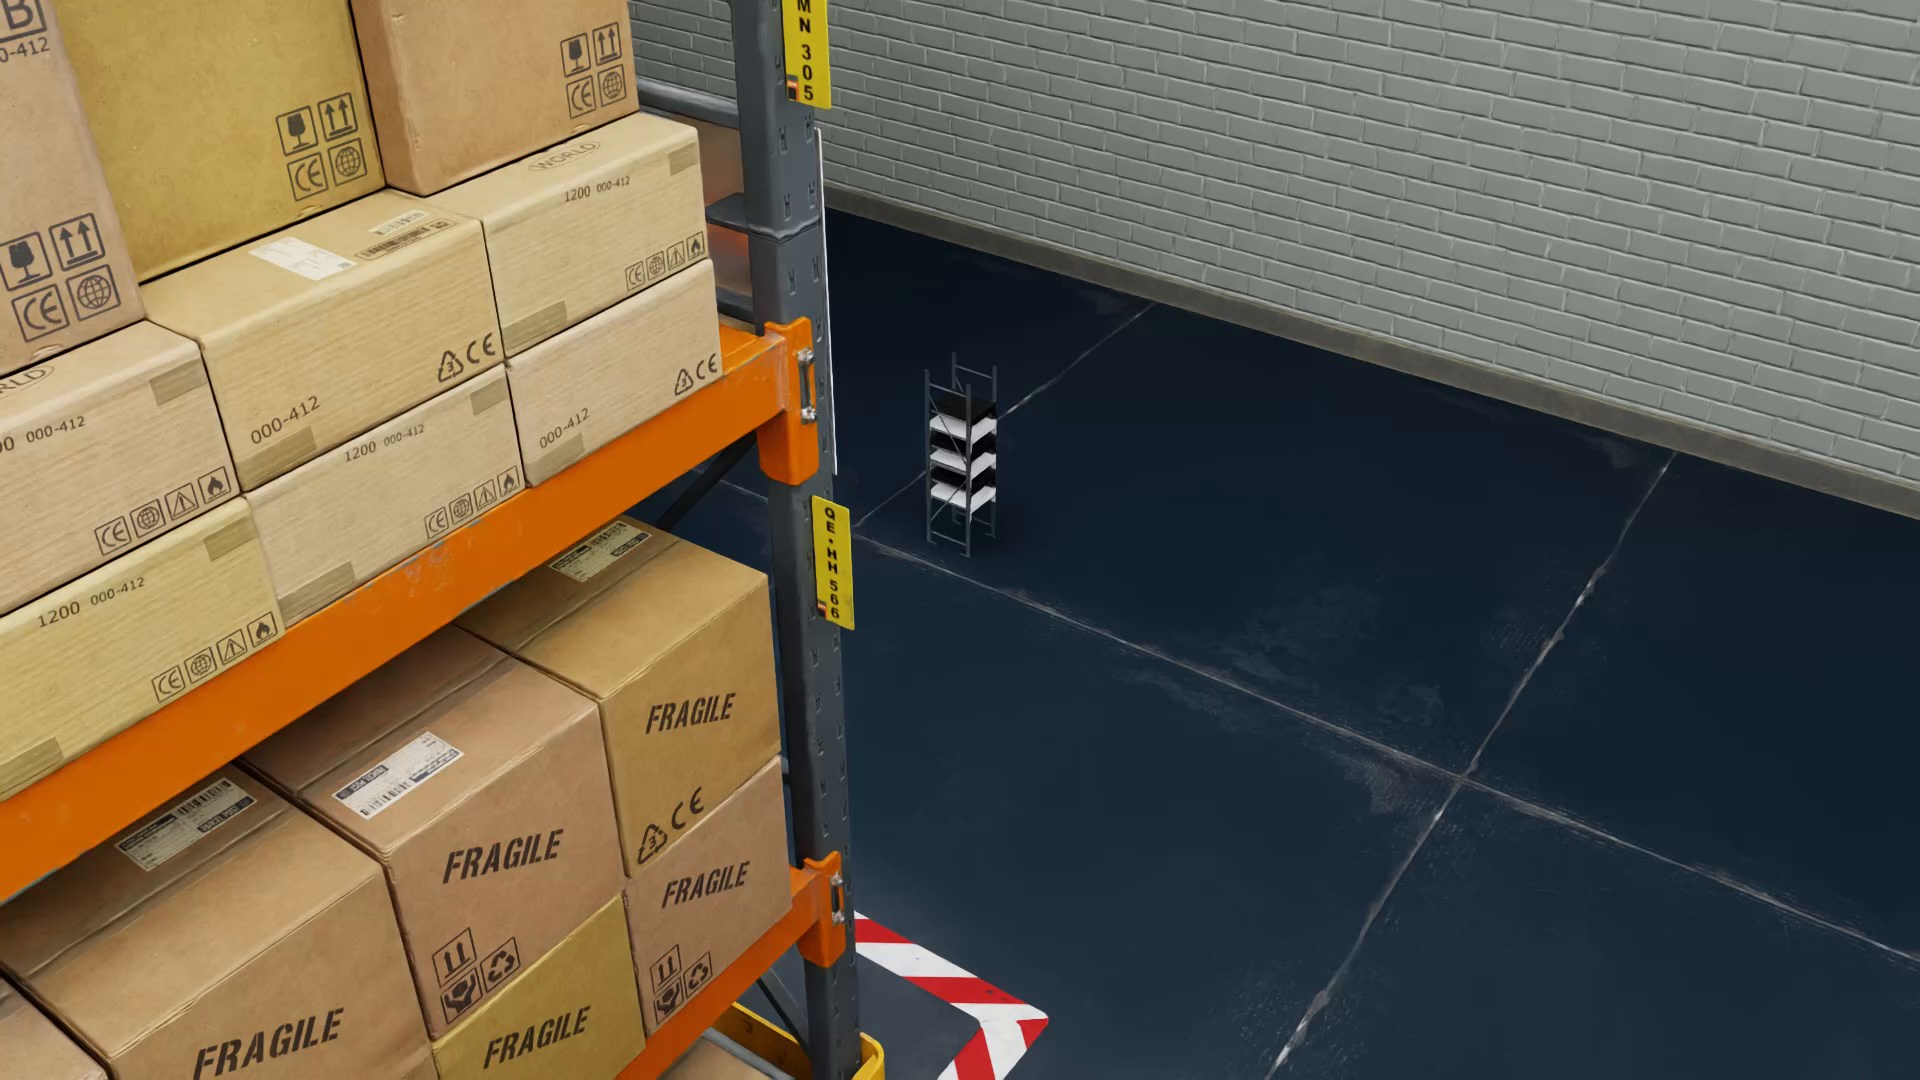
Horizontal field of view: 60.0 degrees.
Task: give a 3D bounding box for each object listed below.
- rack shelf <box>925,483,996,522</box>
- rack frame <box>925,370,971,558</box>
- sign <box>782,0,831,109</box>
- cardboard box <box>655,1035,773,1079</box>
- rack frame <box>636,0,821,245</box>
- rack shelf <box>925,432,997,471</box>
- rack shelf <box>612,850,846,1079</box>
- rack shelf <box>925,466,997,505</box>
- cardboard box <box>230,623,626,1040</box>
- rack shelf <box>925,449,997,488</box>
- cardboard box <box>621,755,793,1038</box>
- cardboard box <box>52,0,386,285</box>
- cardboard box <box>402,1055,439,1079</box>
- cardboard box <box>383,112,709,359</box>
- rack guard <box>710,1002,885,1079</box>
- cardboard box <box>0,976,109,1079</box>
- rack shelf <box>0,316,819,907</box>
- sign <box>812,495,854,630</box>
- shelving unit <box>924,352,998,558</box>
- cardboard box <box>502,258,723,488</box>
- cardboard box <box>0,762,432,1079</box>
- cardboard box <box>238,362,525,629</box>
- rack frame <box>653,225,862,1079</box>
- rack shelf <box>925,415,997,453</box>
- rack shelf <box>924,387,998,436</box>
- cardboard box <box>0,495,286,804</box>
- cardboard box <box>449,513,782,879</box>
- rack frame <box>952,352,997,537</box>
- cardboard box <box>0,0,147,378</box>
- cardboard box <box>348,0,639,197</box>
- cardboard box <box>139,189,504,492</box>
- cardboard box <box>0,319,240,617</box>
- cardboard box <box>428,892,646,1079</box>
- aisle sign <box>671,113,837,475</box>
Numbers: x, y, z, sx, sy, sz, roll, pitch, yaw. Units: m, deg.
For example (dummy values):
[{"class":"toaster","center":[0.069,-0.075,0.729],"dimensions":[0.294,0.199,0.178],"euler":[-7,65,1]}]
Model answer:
[{"class":"rack shelf","center":[0.005,-0.200,7.623],"dimensions":[0.258,0.077,0.200],"euler":[21,39,28]},{"class":"rack frame","center":[-0.053,-0.330,7.434],"dimensions":[0.240,0.900,0.006],"euler":[21,39,28]},{"class":"sign","center":[-0.280,-0.946,3.002],"dimensions":[0.100,0.325,0.005],"euler":[21,39,28]},{"class":"cardboard box","center":[-0.832,1.659,4.457],"dimensions":[0.500,0.500,0.500],"euler":[21,39,28]},{"class":"rack frame","center":[-0.725,-2.008,2.686],"dimensions":[1.000,3.000,0.127],"euler":[21,39,28]},{"class":"rack shelf","center":[0.005,-0.423,7.472],"dimensions":[0.258,0.077,0.200],"euler":[21,39,28]},{"class":"rack shelf","center":[-1.865,1.696,3.207],"dimensions":[1.077,0.370,4.000],"euler":[21,39,28]},{"class":"rack shelf","center":[0.005,-0.274,7.573],"dimensions":[0.258,0.077,0.200],"euler":[21,39,28]},{"class":"cardboard box","center":[-1.040,0.547,3.281],"dimensions":[0.500,0.500,0.500],"euler":[22,40,29]},{"class":"rack shelf","center":[0.005,-0.349,7.522],"dimensions":[0.258,0.077,0.200],"euler":[21,39,28]},{"class":"cardboard box","center":[-0.756,0.729,3.905],"dimensions":[0.500,0.500,0.500],"euler":[23,40,30]},{"class":"cardboard box","center":[-1.359,-0.776,2.561],"dimensions":[0.700,0.500,0.500],"euler":[21,39,28]},{"class":"cardboard box","center":[-1.338,1.197,3.214],"dimensions":[0.500,0.500,0.500],"euler":[22,40,29]},{"class":"cardboard box","center":[-0.808,-0.592,2.958],"dimensions":[0.500,0.250,0.500],"euler":[21,39,28]},{"class":"rack guard","center":[-0.768,1.548,5.015],"dimensions":[1.175,0.500,0.348],"euler":[21,39,28]},{"class":"cardboard box","center":[-1.624,1.024,2.577],"dimensions":[0.500,0.500,0.500],"euler":[23,40,30]},{"class":"rack shelf","center":[-1.865,0.453,2.367],"dimensions":[1.077,0.370,4.000],"euler":[21,39,28]},{"class":"sign","center":[-0.280,0.053,3.678],"dimensions":[0.100,0.325,0.005],"euler":[21,39,28]},{"class":"shelving unit","center":[0.005,-0.376,7.503],"dimensions":[0.258,0.900,0.210],"euler":[21,39,28]},{"class":"cardboard box","center":[-0.801,-0.382,3.094],"dimensions":[0.500,0.250,0.500],"euler":[21,39,28]},{"class":"cardboard box","center":[-1.332,0.787,2.926],"dimensions":[0.500,0.500,0.500],"euler":[22,40,29]},{"class":"cardboard box","center":[-1.095,-0.156,2.759],"dimensions":[0.500,0.250,0.500],"euler":[21,39,28]},{"class":"rack frame","center":[-0.725,0.477,4.367],"dimensions":[1.000,3.000,0.127],"euler":[21,39,28]},{"class":"rack shelf","center":[0.005,-0.498,7.421],"dimensions":[0.258,0.077,0.200],"euler":[21,39,28]},{"class":"rack shelf","center":[0.005,-0.573,7.371],"dimensions":[0.258,0.077,0.200],"euler":[21,39,28]},{"class":"cardboard box","center":[-1.369,0.078,2.413],"dimensions":[0.500,0.250,0.500],"euler":[21,39,28]},{"class":"cardboard box","center":[-0.752,0.314,3.626],"dimensions":[0.500,0.500,0.500],"euler":[21,39,28]},{"class":"rack frame","center":[0.063,-0.423,7.573],"dimensions":[0.240,0.900,0.006],"euler":[21,39,28]},{"class":"cardboard box","center":[-1.556,-0.512,2.170],"dimensions":[0.700,0.500,0.500],"euler":[21,39,28]},{"class":"cardboard box","center":[-1.004,-0.979,2.861],"dimensions":[0.700,0.500,0.500],"euler":[21,39,28]},{"class":"cardboard box","center":[-1.093,-0.362,2.618],"dimensions":[0.500,0.250,0.500],"euler":[21,39,28]},{"class":"cardboard box","center":[-1.381,-0.133,2.279],"dimensions":[0.500,0.250,0.500],"euler":[21,39,28]},{"class":"cardboard box","center":[-1.049,0.969,3.550],"dimensions":[0.500,0.500,0.500],"euler":[22,40,29]},{"class":"aisle sign","center":[-0.434,-0.533,3.540],"dimensions":[0.394,0.787,0.004],"euler":[21,39,28]}]
